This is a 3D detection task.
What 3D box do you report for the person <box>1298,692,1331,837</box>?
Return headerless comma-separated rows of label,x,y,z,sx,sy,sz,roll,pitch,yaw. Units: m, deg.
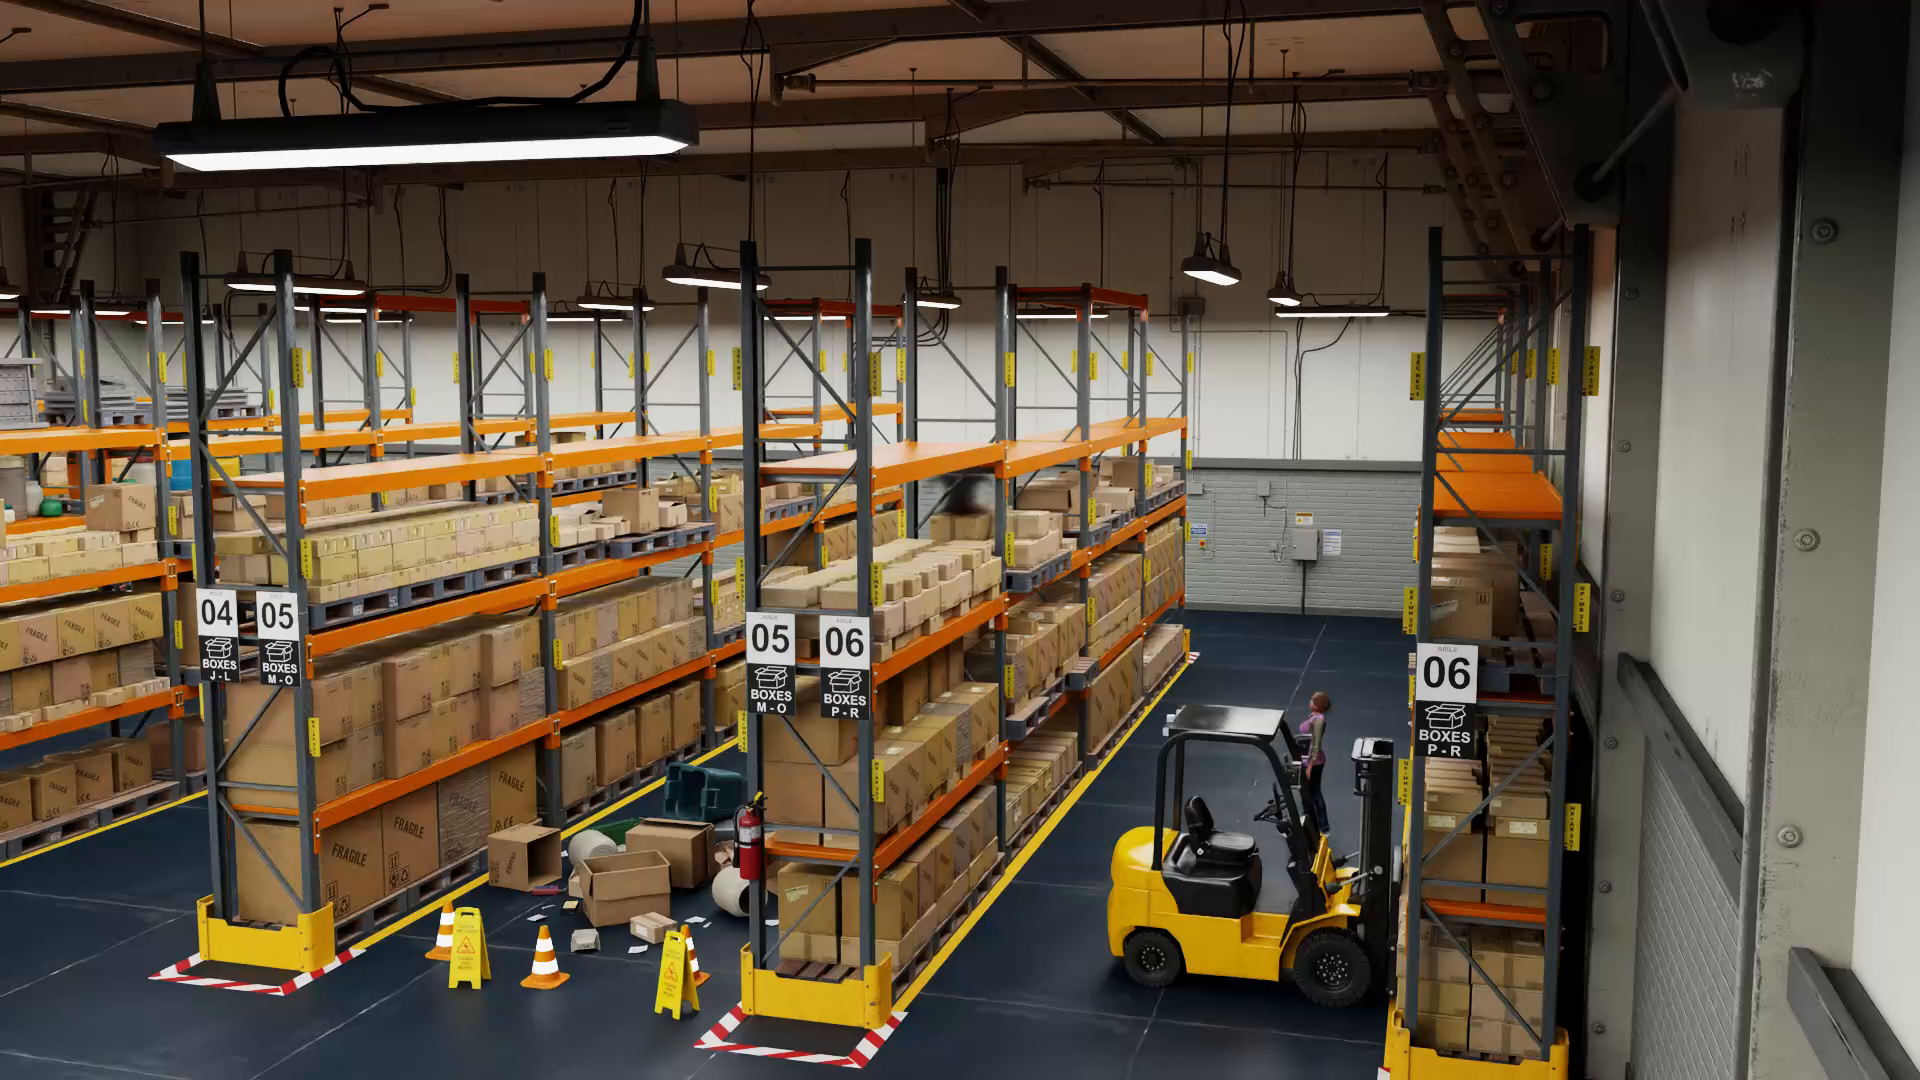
person,3.750,2.404,17.764,0.409,1.583,0.467,4,8,32
